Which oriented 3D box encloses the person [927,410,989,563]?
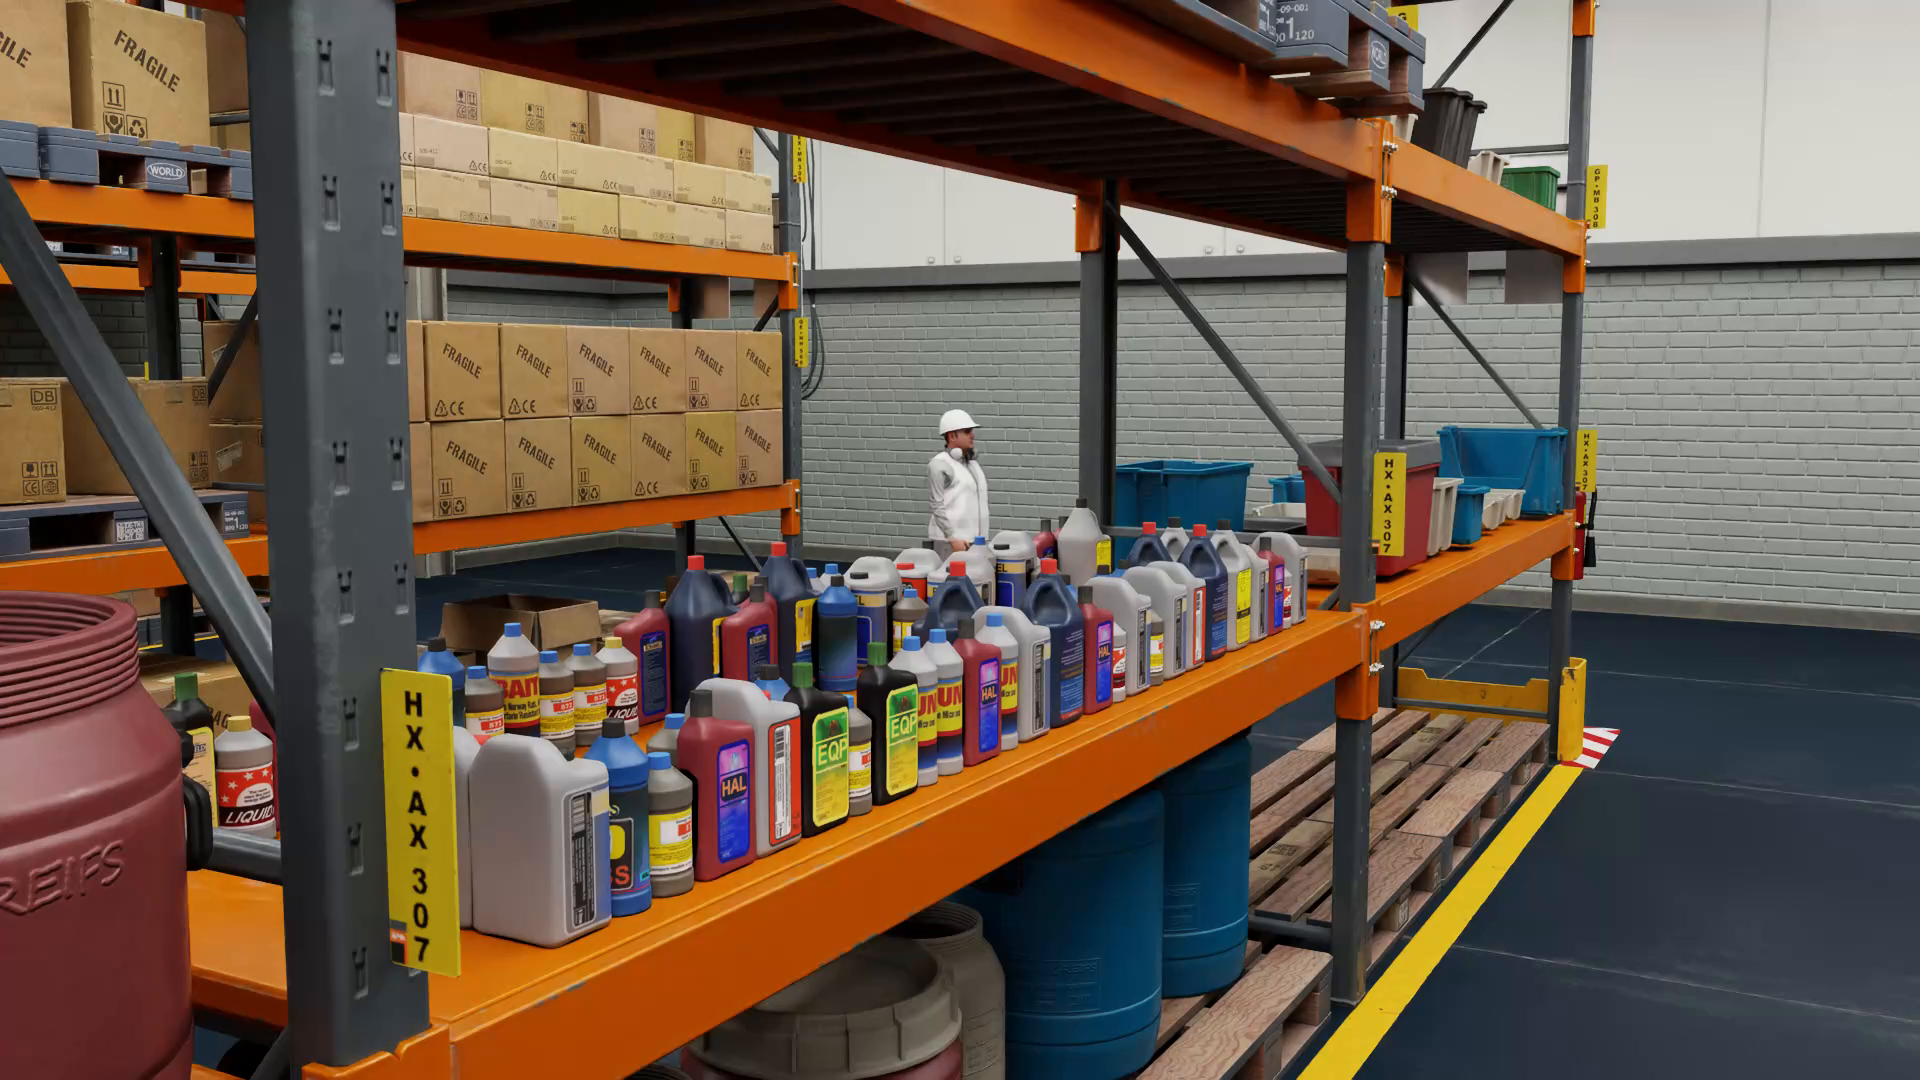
[{"bbox_3d":[0.024,0.024,11.267,0.394,1.803,0.544,4,7,36],"label":"person"}]
